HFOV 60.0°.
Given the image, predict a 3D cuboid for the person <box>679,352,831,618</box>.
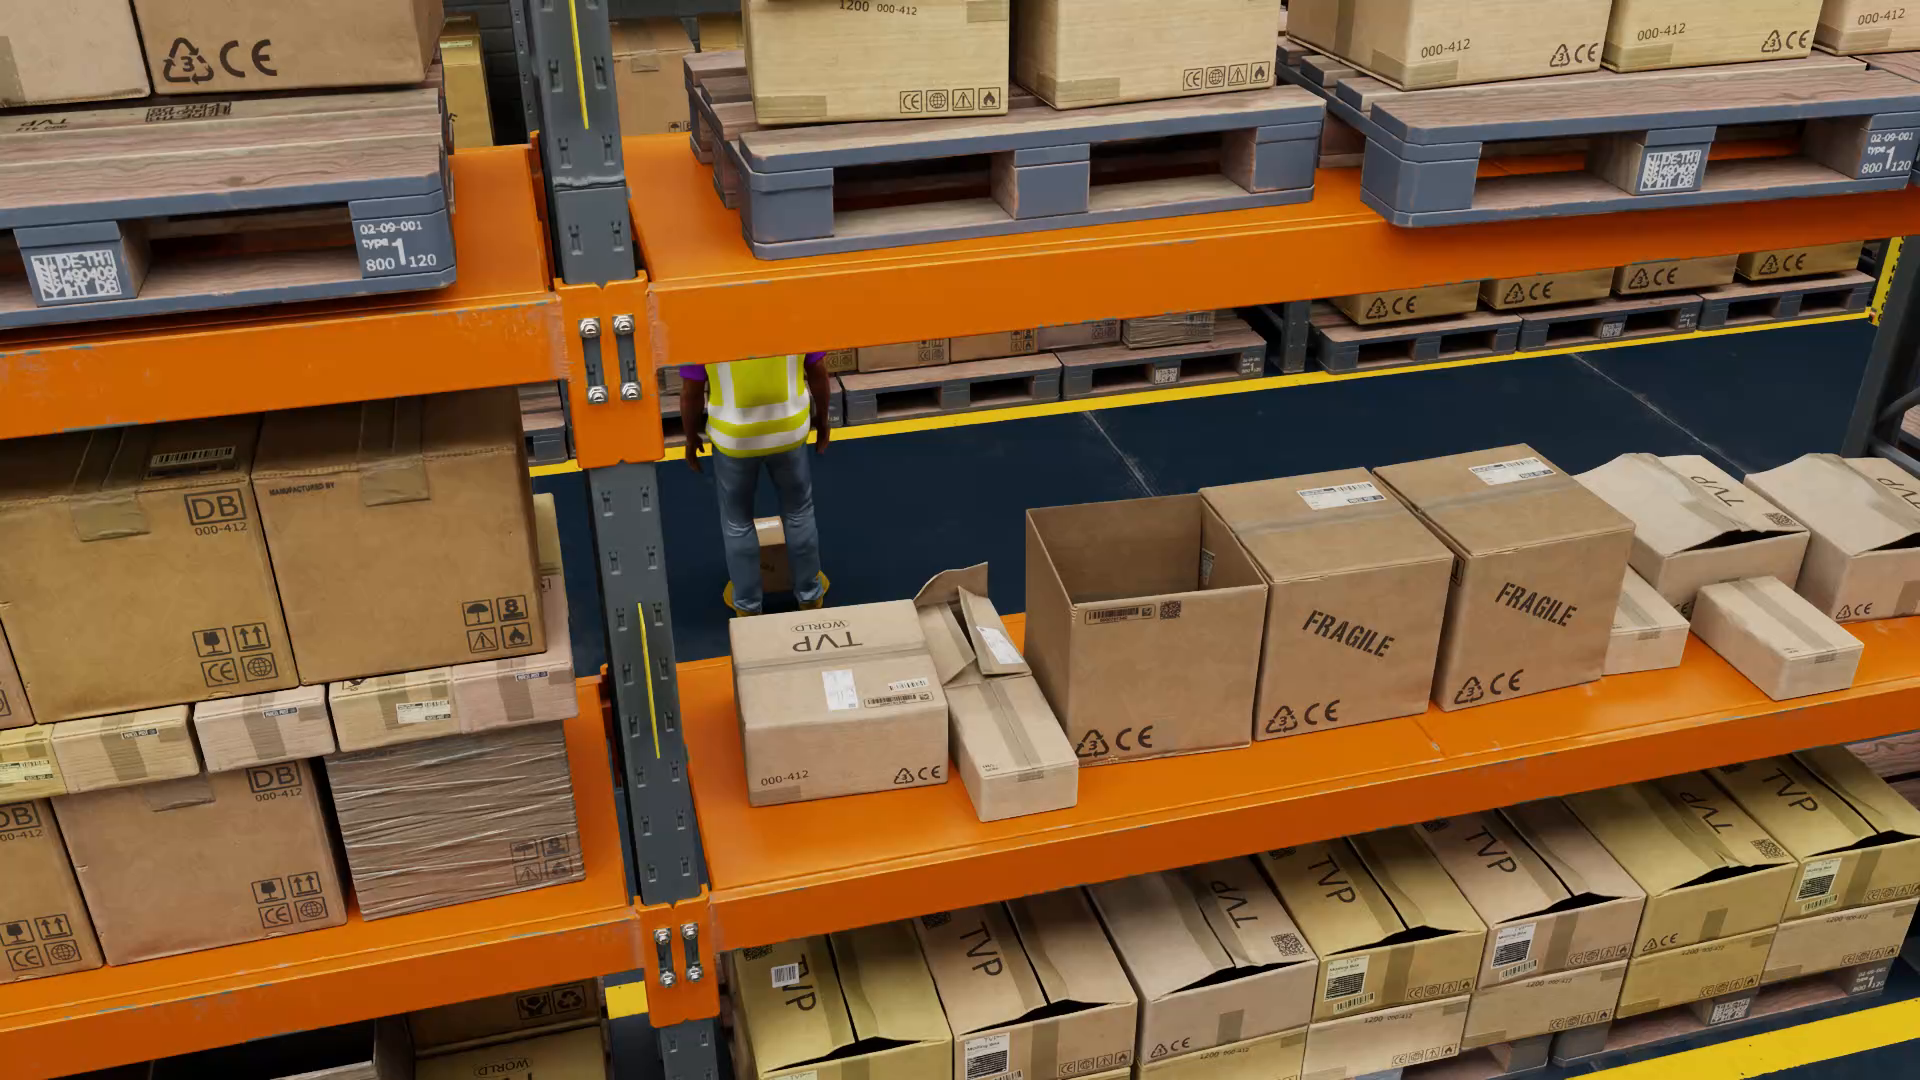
[{"bbox_3d":[-0.846,-0.469,6.922,0.628,1.759,0.461,-9,31,-15],"label":"person"}]
